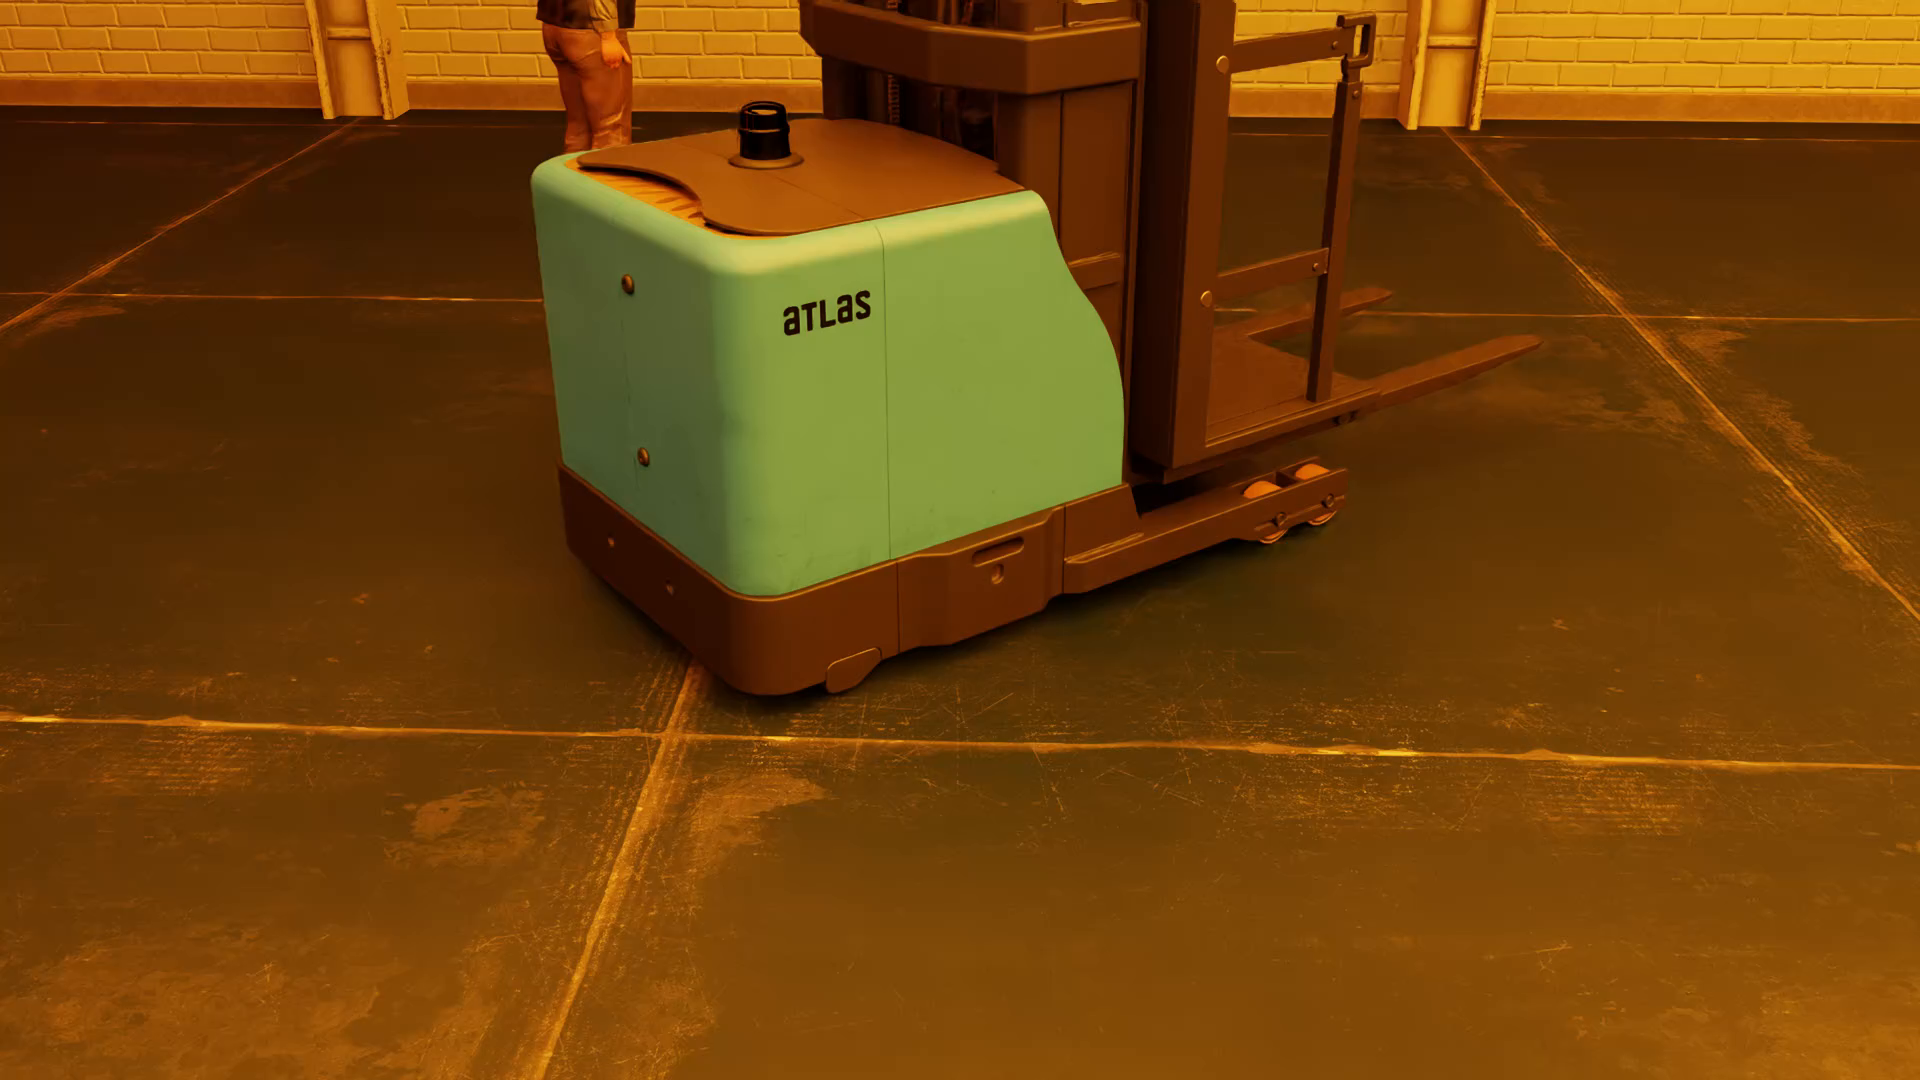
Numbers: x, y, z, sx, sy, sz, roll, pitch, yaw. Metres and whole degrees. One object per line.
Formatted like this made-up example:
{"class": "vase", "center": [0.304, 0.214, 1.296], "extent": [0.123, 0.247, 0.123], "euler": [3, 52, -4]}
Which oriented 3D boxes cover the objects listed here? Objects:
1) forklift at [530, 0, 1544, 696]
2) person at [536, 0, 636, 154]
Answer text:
{"class": "forklift", "center": [0.455, -1.473, 4.195], "extent": [3.031, 2.935, 1.130], "euler": [-18, 32, -32]}
{"class": "person", "center": [-1.483, -2.031, 6.695], "extent": [0.374, 1.724, 0.525], "euler": [-18, 32, -33]}
